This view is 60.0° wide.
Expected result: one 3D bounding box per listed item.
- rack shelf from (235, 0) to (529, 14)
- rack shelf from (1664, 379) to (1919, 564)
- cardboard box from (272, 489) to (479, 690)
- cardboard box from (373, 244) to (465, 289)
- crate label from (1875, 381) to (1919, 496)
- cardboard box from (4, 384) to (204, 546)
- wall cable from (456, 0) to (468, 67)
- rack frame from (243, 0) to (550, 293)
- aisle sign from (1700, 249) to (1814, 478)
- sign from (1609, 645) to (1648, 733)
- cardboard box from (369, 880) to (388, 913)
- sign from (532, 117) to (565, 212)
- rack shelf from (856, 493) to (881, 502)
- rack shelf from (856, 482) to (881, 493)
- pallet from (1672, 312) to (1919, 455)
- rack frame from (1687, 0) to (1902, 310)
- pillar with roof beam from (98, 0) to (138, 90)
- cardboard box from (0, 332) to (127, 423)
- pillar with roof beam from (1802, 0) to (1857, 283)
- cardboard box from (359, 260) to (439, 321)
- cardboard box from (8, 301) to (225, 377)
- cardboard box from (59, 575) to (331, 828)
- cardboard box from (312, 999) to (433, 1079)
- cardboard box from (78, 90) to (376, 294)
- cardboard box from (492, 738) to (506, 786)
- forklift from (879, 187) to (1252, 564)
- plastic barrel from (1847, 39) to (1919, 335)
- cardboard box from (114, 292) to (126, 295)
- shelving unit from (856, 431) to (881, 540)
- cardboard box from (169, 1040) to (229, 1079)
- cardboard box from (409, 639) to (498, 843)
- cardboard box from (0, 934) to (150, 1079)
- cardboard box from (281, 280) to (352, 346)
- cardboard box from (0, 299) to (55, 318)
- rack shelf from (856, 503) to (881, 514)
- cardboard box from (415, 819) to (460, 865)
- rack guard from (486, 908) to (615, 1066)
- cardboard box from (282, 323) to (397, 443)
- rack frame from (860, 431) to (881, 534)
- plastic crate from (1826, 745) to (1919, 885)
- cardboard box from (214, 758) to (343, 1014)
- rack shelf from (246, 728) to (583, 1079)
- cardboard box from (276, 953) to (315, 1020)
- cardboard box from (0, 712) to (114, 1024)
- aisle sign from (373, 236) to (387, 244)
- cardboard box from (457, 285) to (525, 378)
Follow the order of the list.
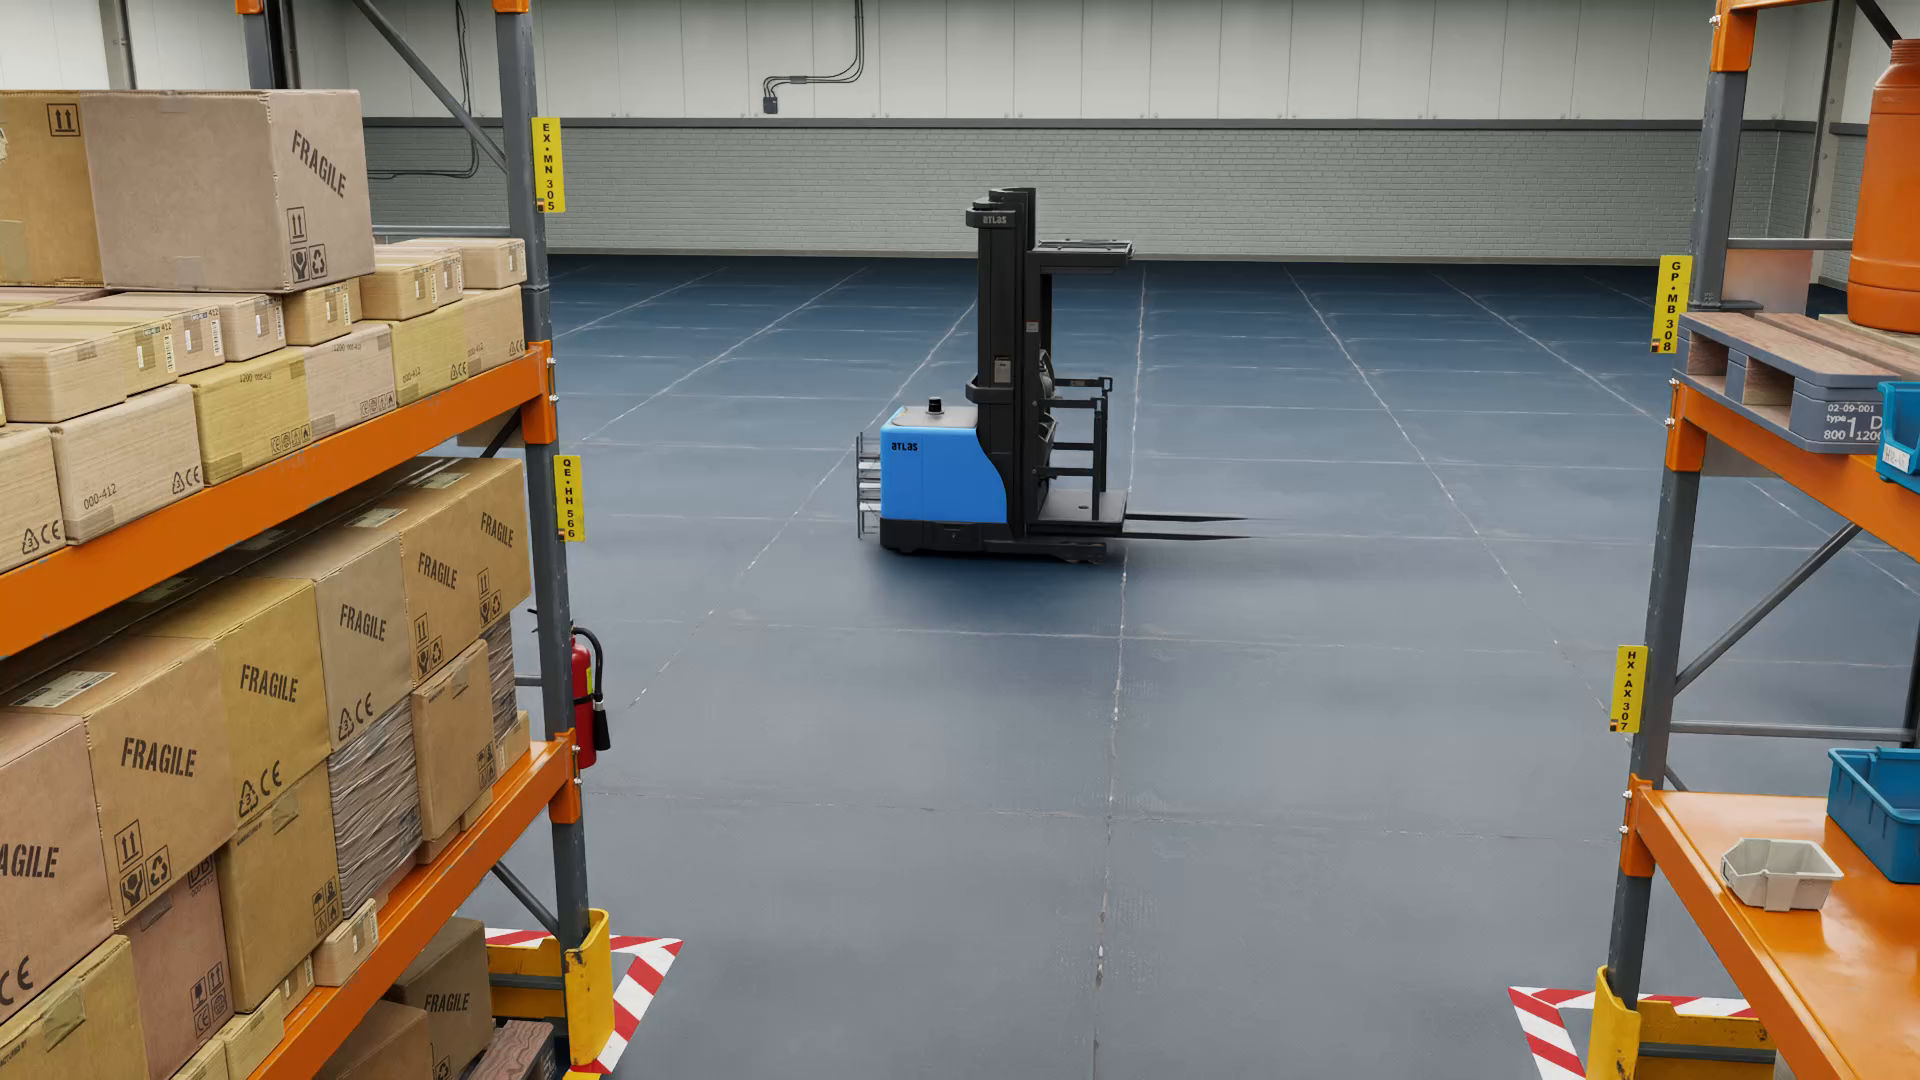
[{"bbox_3d":[-2.221,-1.492,3.824,1.077,0.370,4.000,2,15,6],"label":"rack shelf"},{"bbox_3d":[2.700,0.101,3.675,1.077,0.370,4.000,2,15,6],"label":"rack shelf"},{"bbox_3d":[-1.863,0.142,5.214,0.500,0.500,0.500,2,15,6],"label":"cardboard box"},{"bbox_3d":[-1.863,-0.886,5.469,0.380,0.149,0.250,1,15,4],"label":"cardboard box"},{"bbox_3d":[2.386,-0.218,3.760,0.502,0.251,0.408,2,15,6],"label":"crate label"},{"bbox_3d":[-2.020,-0.177,3.609,0.500,0.250,0.500,1,15,4],"label":"cardboard box"},{"bbox_3d":[-10.029,-12.008,37.603,3.097,2.526,0.112,2,15,6],"label":"wall cable"},{"bbox_3d":[-1.995,-2.359,5.648,1.000,3.000,0.127,2,15,6],"label":"rack frame"},{"bbox_3d":[2.643,-0.600,5.653,0.394,0.787,0.004,2,15,6],"label":"aisle sign"},{"bbox_3d":[2.380,0.532,5.919,0.100,0.325,0.005,2,15,6],"label":"sign"},{"bbox_3d":[-1.947,1.063,4.967,0.380,0.149,0.250,2,15,6],"label":"cardboard box"},{"bbox_3d":[-1.446,-1.317,5.844,0.100,0.325,0.005,2,15,6],"label":"sign"},{"bbox_3d":[-0.739,-0.341,14.170,0.258,0.077,0.200,2,15,7],"label":"rack shelf"},{"bbox_3d":[-0.739,-0.427,14.147,0.258,0.077,0.200,2,15,7],"label":"rack shelf"},{"bbox_3d":[2.735,-0.463,4.741,1.003,0.211,1.213,2,15,6],"label":"pallet"},{"bbox_3d":[2.926,-2.213,5.108,1.000,3.000,0.127,2,15,6],"label":"rack frame"},{"bbox_3d":[-10.763,-8.740,29.246,9.100,9.000,0.400,2,15,6],"label":"pillar with roof beam"},{"bbox_3d":[-1.988,-0.341,3.455,0.380,0.149,0.250,1,15,5],"label":"cardboard box"},{"bbox_3d":[12.658,-9.622,32.507,9.100,9.000,0.400,2,15,6],"label":"pillar with roof beam"},{"bbox_3d":[-1.789,-0.746,4.952,0.380,0.149,0.250,2,15,7],"label":"cardboard box"},{"bbox_3d":[-1.999,-0.476,3.954,0.380,0.149,0.250,2,15,8],"label":"cardboard box"},{"bbox_3d":[-1.986,0.401,4.256,0.500,0.500,0.500,2,15,6],"label":"cardboard box"},{"bbox_3d":[-2.116,1.858,5.528,0.500,0.500,0.500,6,16,21],"label":"cardboard box"},{"bbox_3d":[-1.919,-0.935,4.408,0.500,0.500,0.500,2,15,6],"label":"cardboard box"},{"bbox_3d":[-1.851,0.803,5.928,0.380,0.149,0.250,2,15,6],"label":"cardboard box"},{"bbox_3d":[0.897,-1.367,13.604,3.031,2.935,1.130,2,15,8],"label":"forklift"},{"bbox_3d":[2.997,-1.046,4.909,0.600,0.830,0.708,2,15,6],"label":"plastic barrel"},{"bbox_3d":[-2.437,-0.630,4.524,0.380,0.149,0.250,1,15,4],"label":"cardboard box"},{"bbox_3d":[-0.739,-0.460,14.138,0.258,0.900,0.210,2,15,7],"label":"shelving unit"},{"bbox_3d":[-2.007,1.324,4.002,0.380,0.149,0.250,2,15,6],"label":"cardboard box"},{"bbox_3d":[-2.022,0.620,5.362,0.875,0.500,0.500,2,15,6],"label":"cardboard box"},{"bbox_3d":[-2.243,1.139,3.443,0.875,0.500,0.500,2,15,6],"label":"cardboard box"},{"bbox_3d":[-1.871,-0.613,4.459,0.380,0.149,0.250,1,15,3],"label":"cardboard box"},{"bbox_3d":[-2.435,-0.496,4.027,0.380,0.149,0.250,1,15,4],"label":"cardboard box"},{"bbox_3d":[-0.739,-0.254,14.194,0.258,0.077,0.200,2,15,7],"label":"rack shelf"},{"bbox_3d":[-1.872,0.934,5.444,0.380,0.149,0.250,2,15,6],"label":"cardboard box"},{"bbox_3d":[-2.004,1.763,6.684,1.175,0.500,0.348,2,15,6],"label":"rack guard"},{"bbox_3d":[-1.917,-0.444,4.599,0.500,0.250,0.500,2,15,7],"label":"cardboard box"},{"bbox_3d":[-0.727,-0.486,14.235,0.240,0.900,0.006,2,15,7],"label":"rack frame"},{"bbox_3d":[3.167,0.893,5.398,0.499,0.251,0.616,2,15,6],"label":"plastic crate"},{"bbox_3d":[-2.189,0.878,4.408,0.875,0.500,0.500,2,15,6],"label":"cardboard box"},{"bbox_3d":[-2.221,1.403,4.606,1.077,0.370,4.000,2,15,6],"label":"rack shelf"},{"bbox_3d":[-1.984,1.193,4.485,0.380,0.149,0.250,2,15,6],"label":"cardboard box"},{"bbox_3d":[-2.088,0.661,3.295,0.500,0.500,0.500,2,15,6],"label":"cardboard box"},{"bbox_3d":[-2.286,-0.743,6.183,0.394,0.787,0.004,2,15,6],"label":"aisle sign"},{"bbox_3d":[-1.797,-0.706,5.569,0.500,0.250,0.500,2,15,8],"label":"cardboard box"}]
